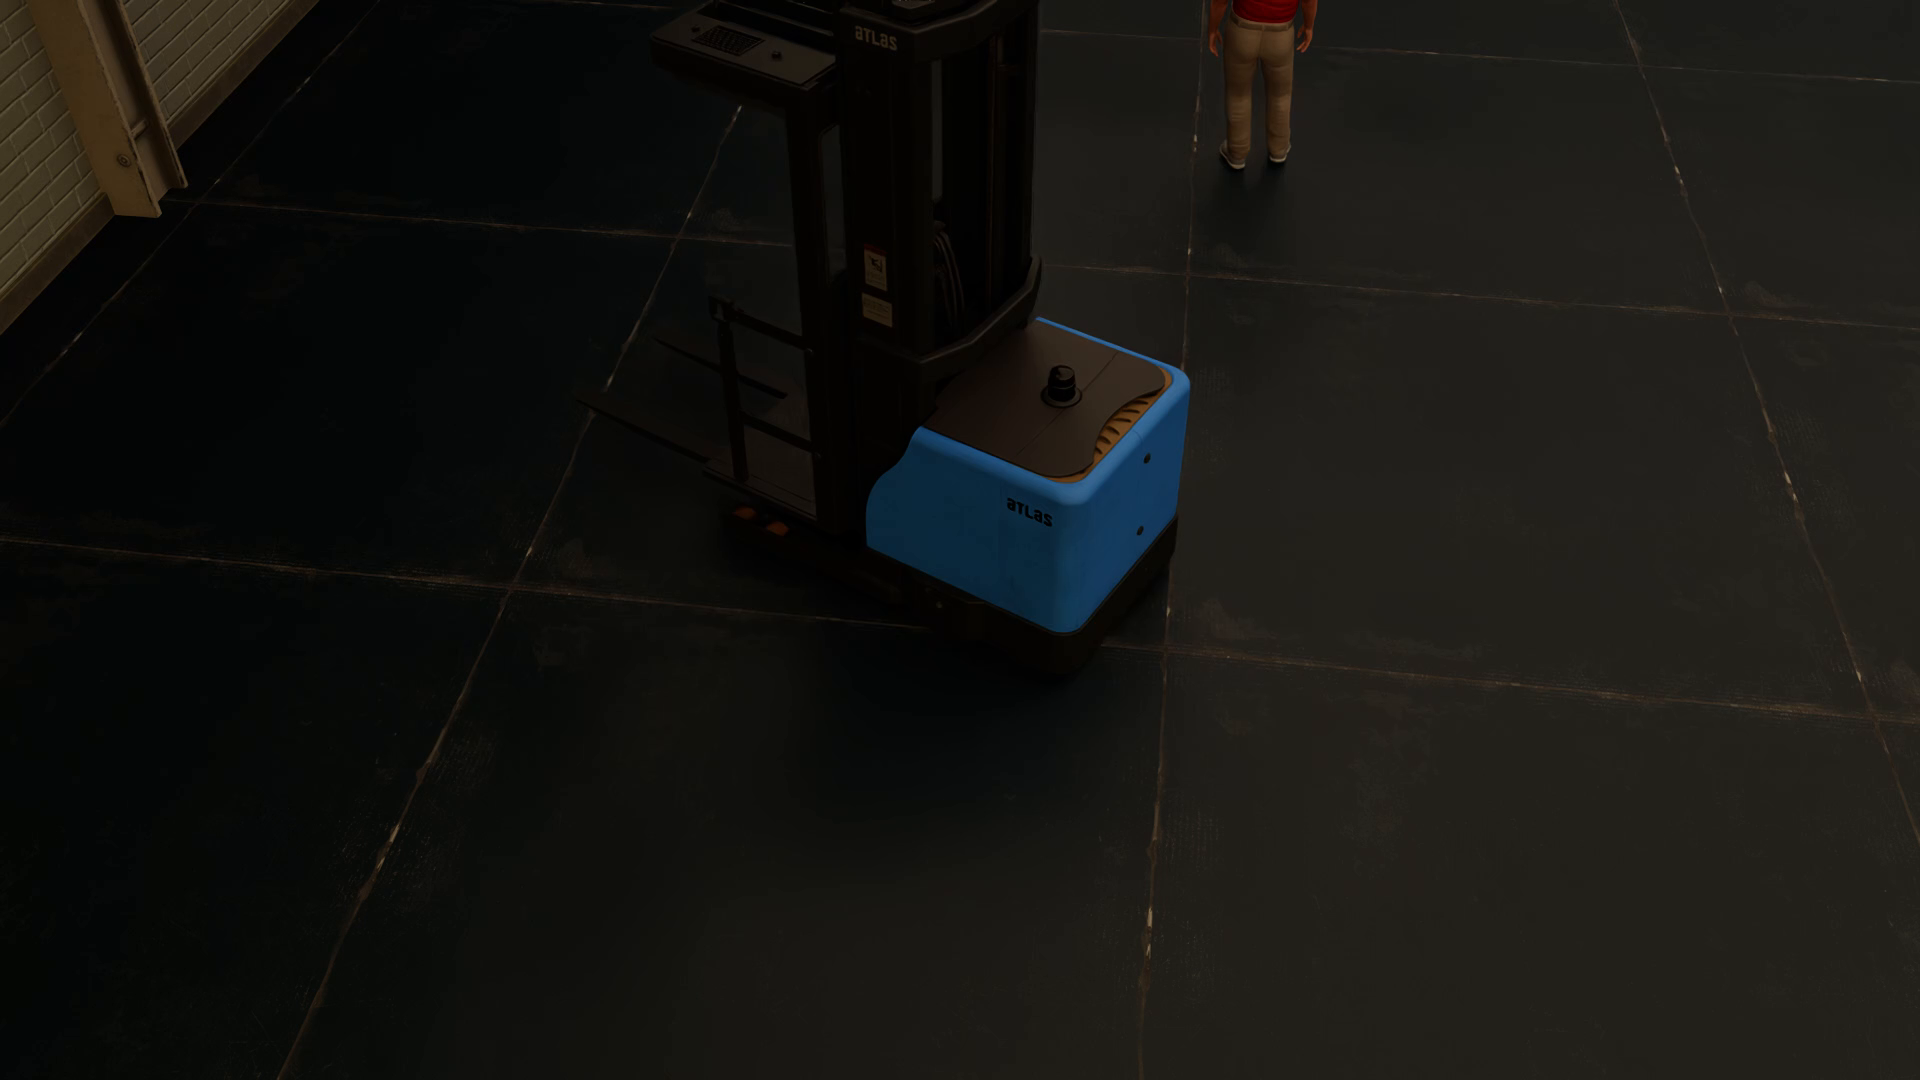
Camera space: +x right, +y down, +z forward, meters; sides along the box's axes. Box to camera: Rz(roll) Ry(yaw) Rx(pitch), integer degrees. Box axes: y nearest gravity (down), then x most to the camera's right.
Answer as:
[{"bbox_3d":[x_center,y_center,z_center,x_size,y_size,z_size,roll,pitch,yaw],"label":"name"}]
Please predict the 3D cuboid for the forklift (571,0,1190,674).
[{"bbox_3d":[-0.514,-1.279,7.116,3.031,2.935,1.130,24,48,24],"label":"forklift"}]

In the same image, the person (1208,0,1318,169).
[{"bbox_3d":[1.782,-3.038,9.913,0.629,1.731,0.540,3,43,3],"label":"person"}]
